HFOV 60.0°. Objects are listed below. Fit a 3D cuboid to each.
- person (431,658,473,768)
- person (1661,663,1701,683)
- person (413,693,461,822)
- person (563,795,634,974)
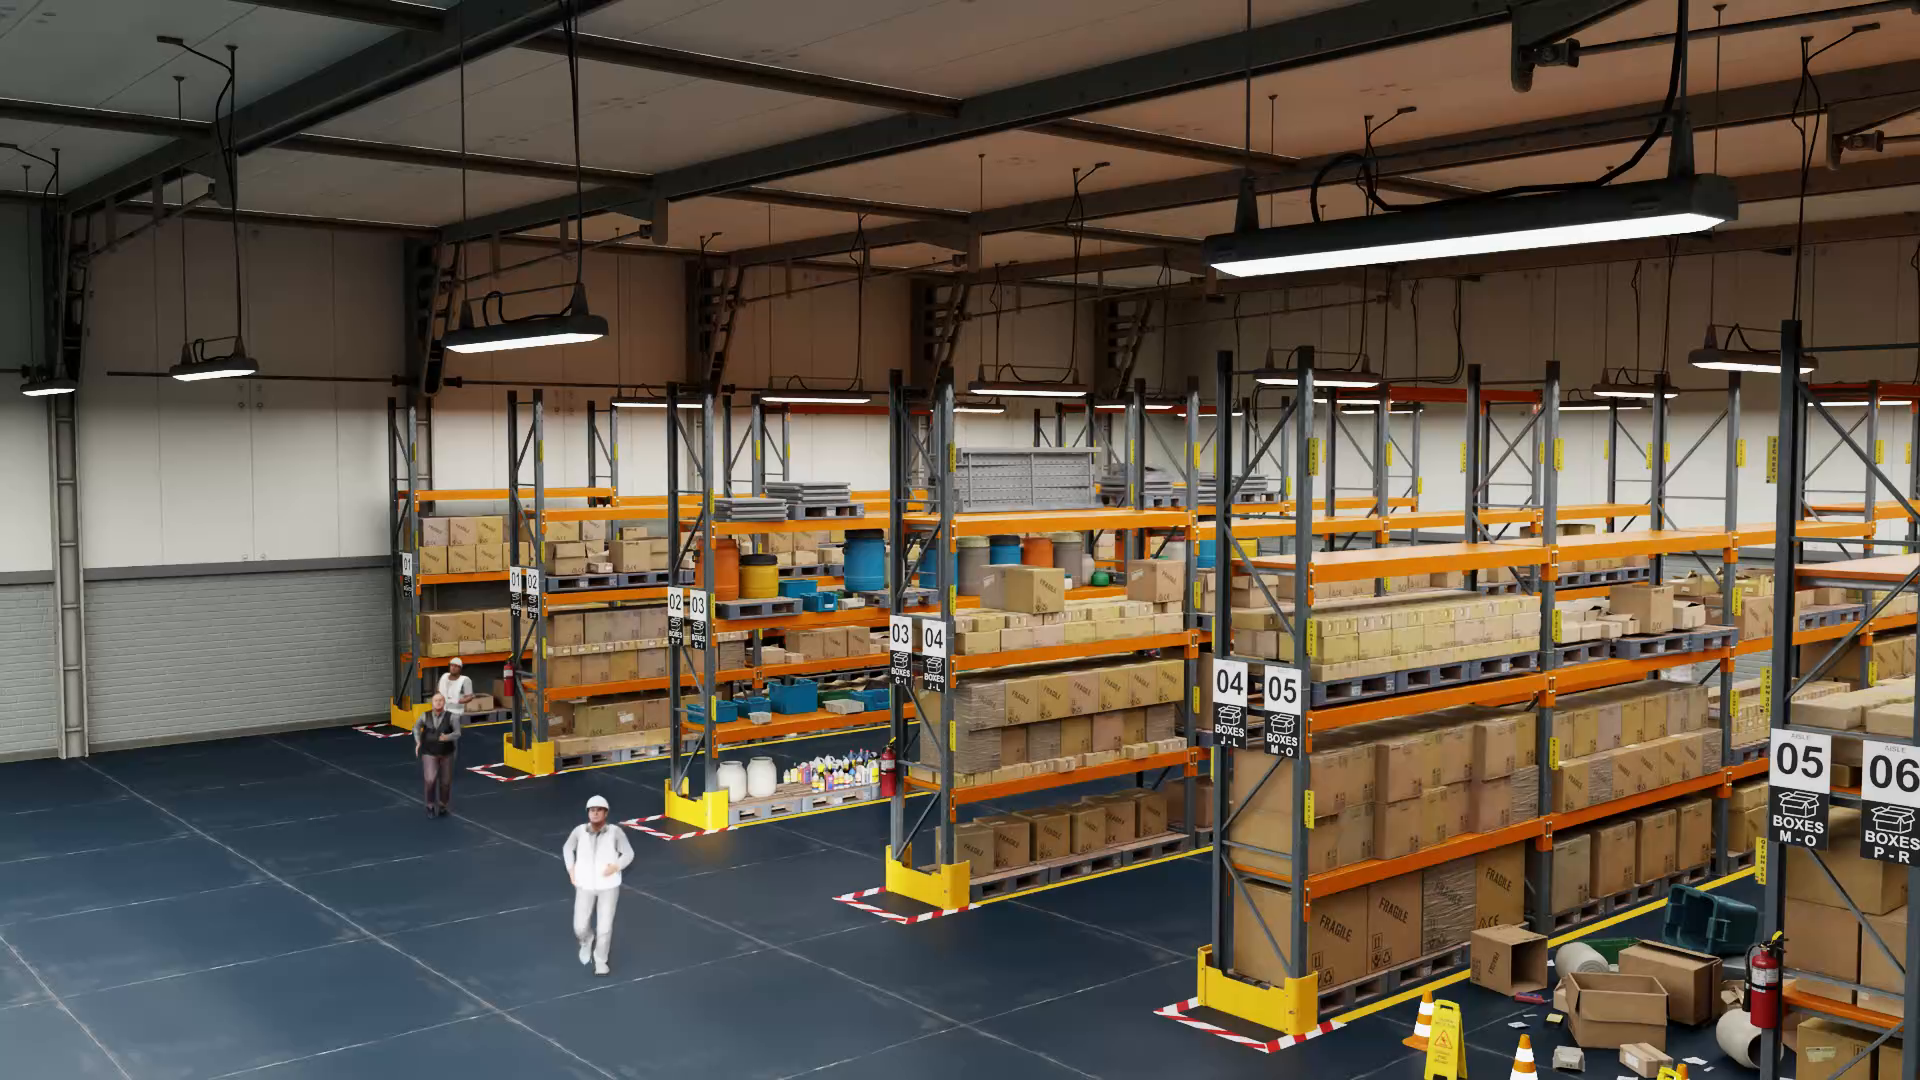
[{"bbox_3d":[-8.018,2.741,26.142,0.709,1.774,0.861,0,3,2],"label":"person"},{"bbox_3d":[12.832,2.522,29.576,0.688,1.774,1.028,-2,4,-25],"label":"person"},{"bbox_3d":[-7.162,2.979,22.811,0.627,1.744,0.721,-1,4,-19],"label":"person"},{"bbox_3d":[-3.516,3.350,16.109,0.703,1.743,0.542,0,3,-3],"label":"person"}]
